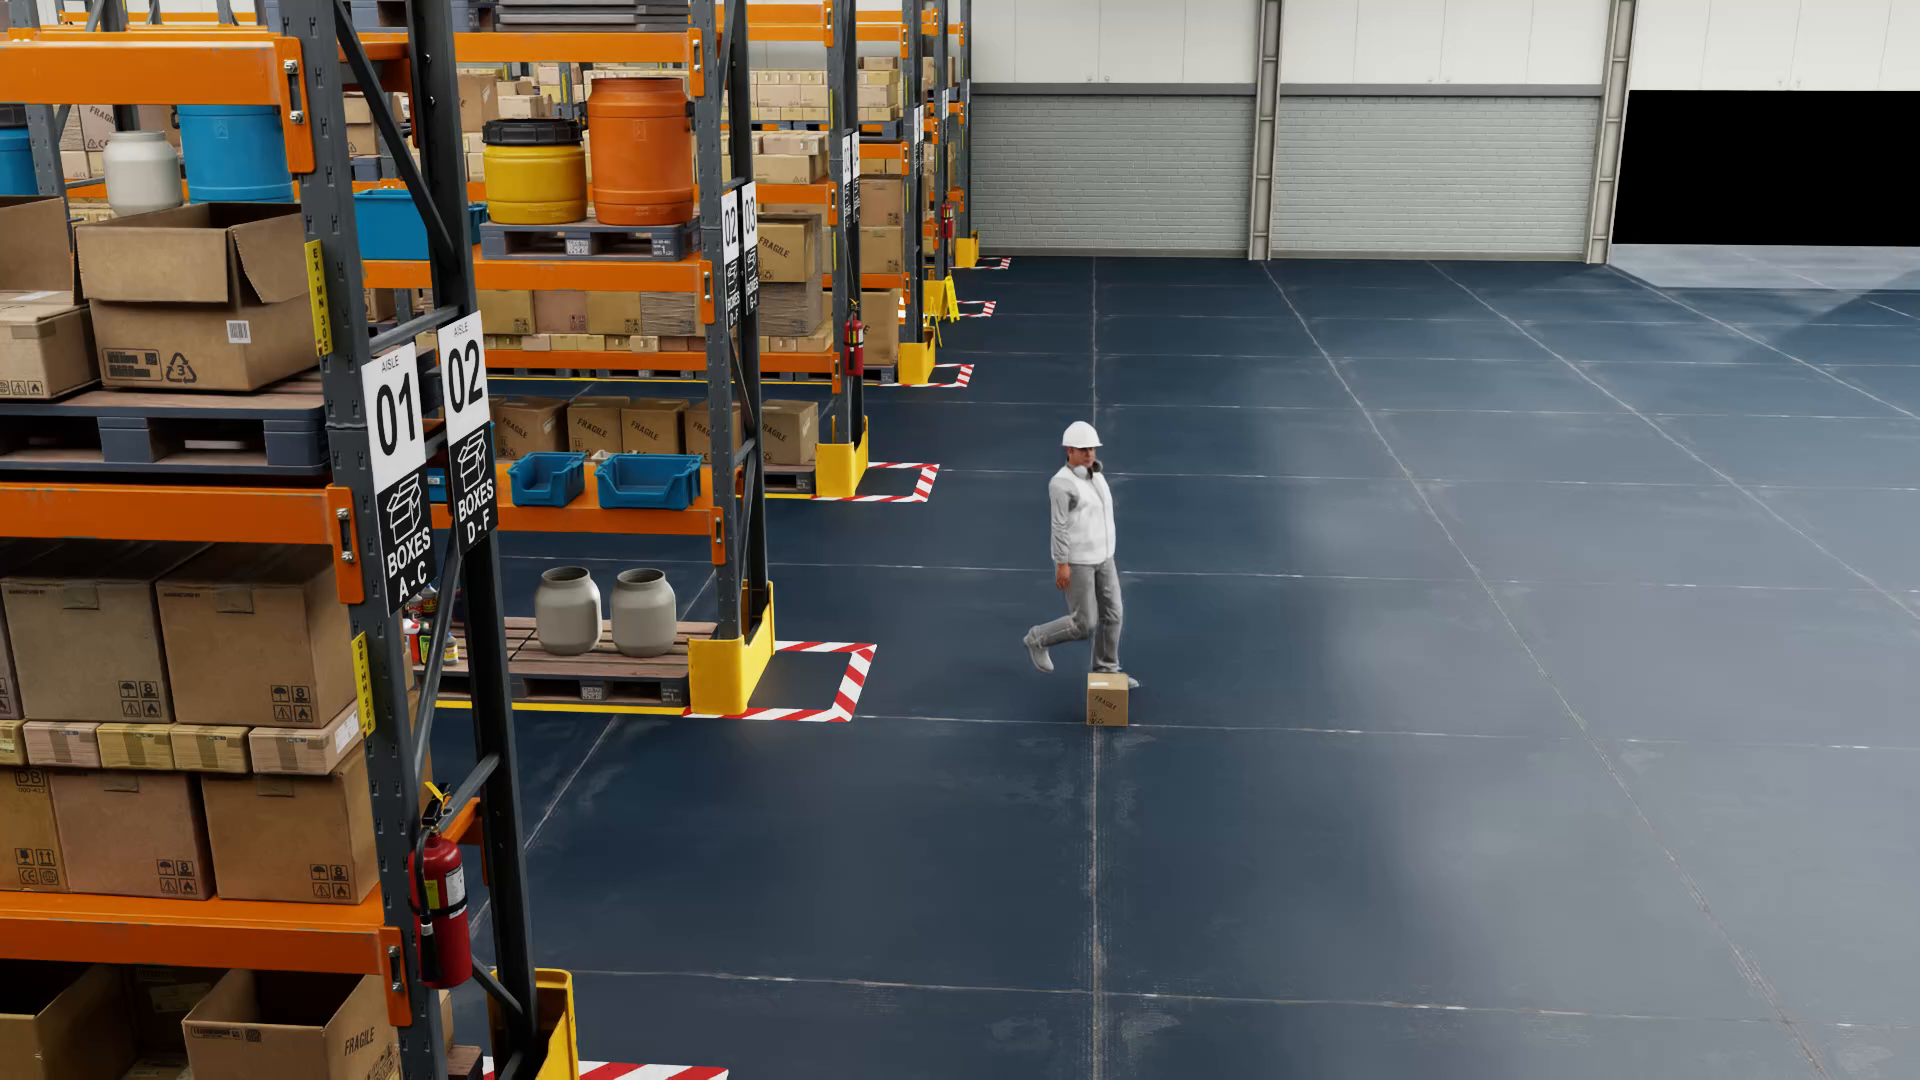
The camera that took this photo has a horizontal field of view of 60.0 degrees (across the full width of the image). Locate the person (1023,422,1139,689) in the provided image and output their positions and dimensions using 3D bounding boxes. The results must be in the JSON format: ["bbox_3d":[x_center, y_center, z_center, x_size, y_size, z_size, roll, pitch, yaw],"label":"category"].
[{"bbox_3d":[0.808,0.109,10.679,0.753,1.750,0.549,12,21,34],"label":"person"}]
